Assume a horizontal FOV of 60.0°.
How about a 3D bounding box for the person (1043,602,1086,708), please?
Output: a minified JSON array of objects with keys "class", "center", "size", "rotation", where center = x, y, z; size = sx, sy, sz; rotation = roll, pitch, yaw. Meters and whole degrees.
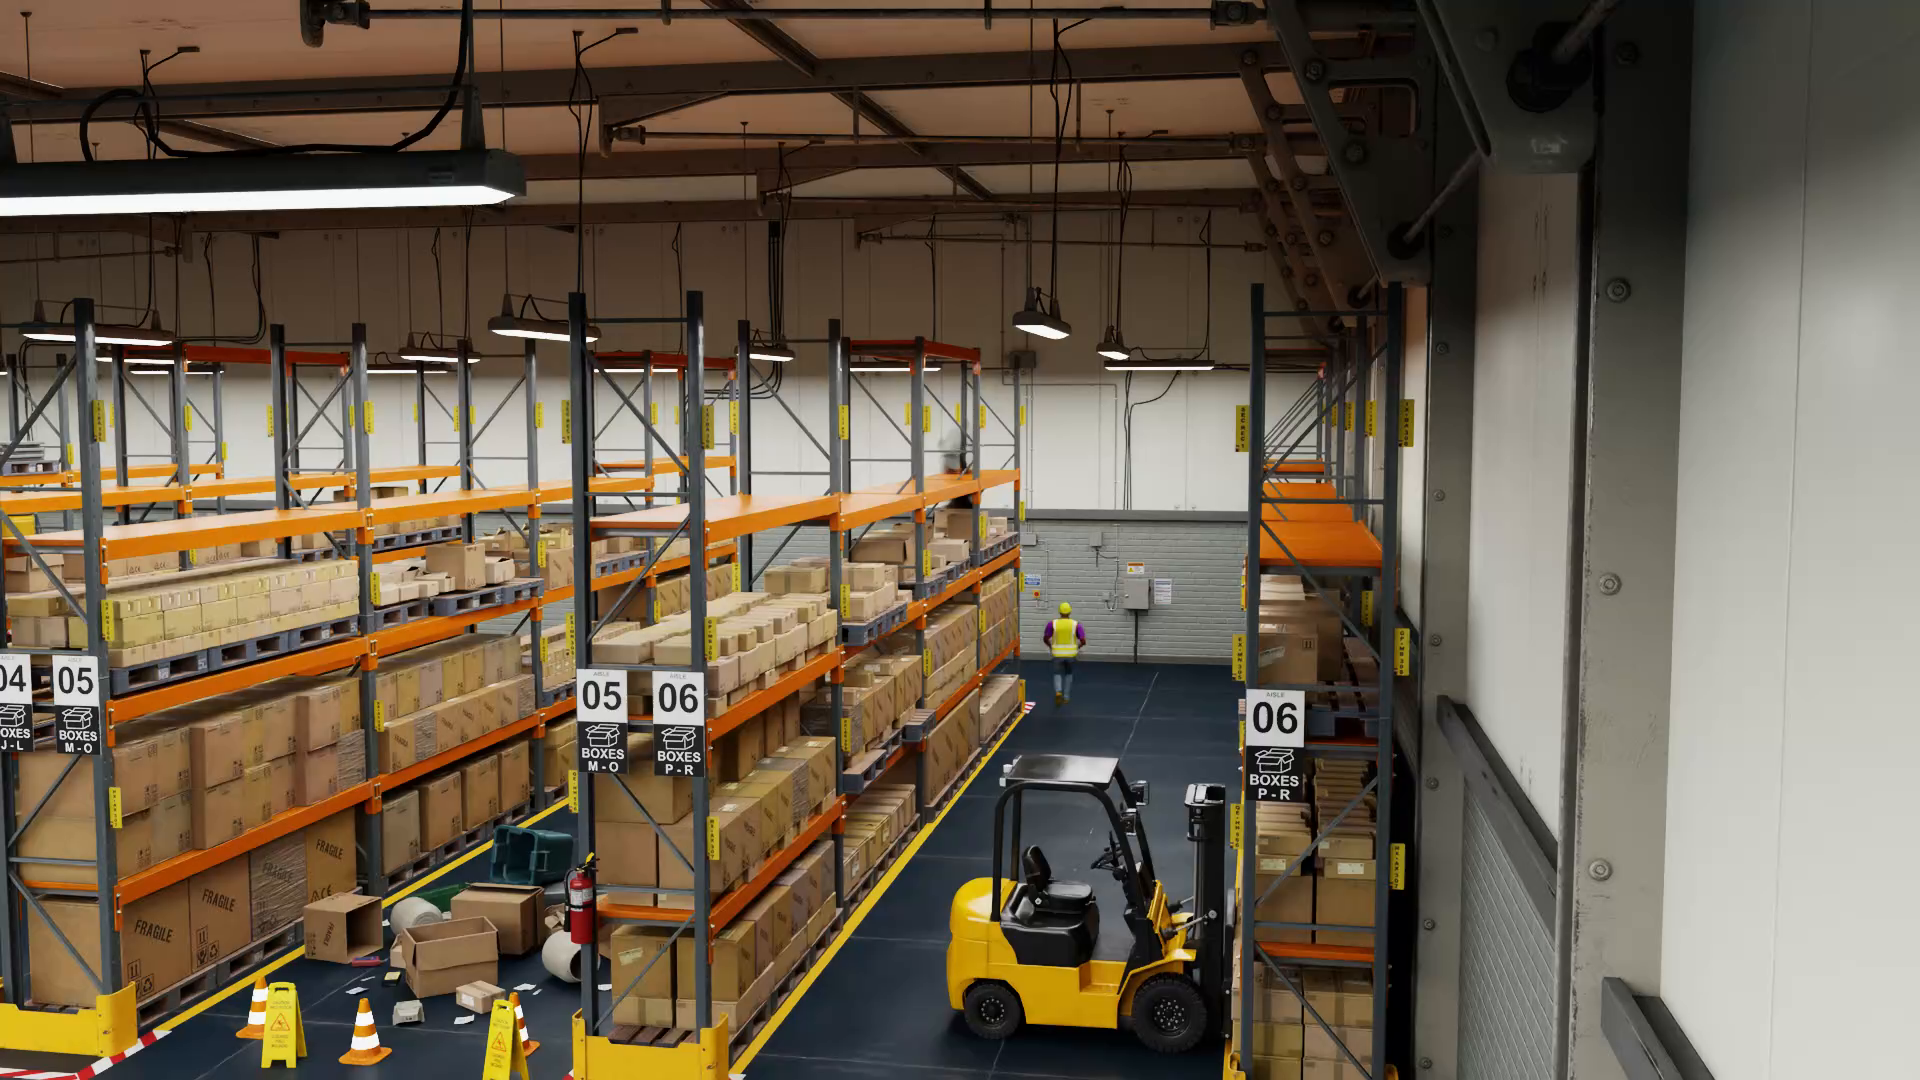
[{"class":"person","center":[1.716,1.879,27.289],"size":[0.696,1.730,0.572],"rotation":[0,5,6]}]
